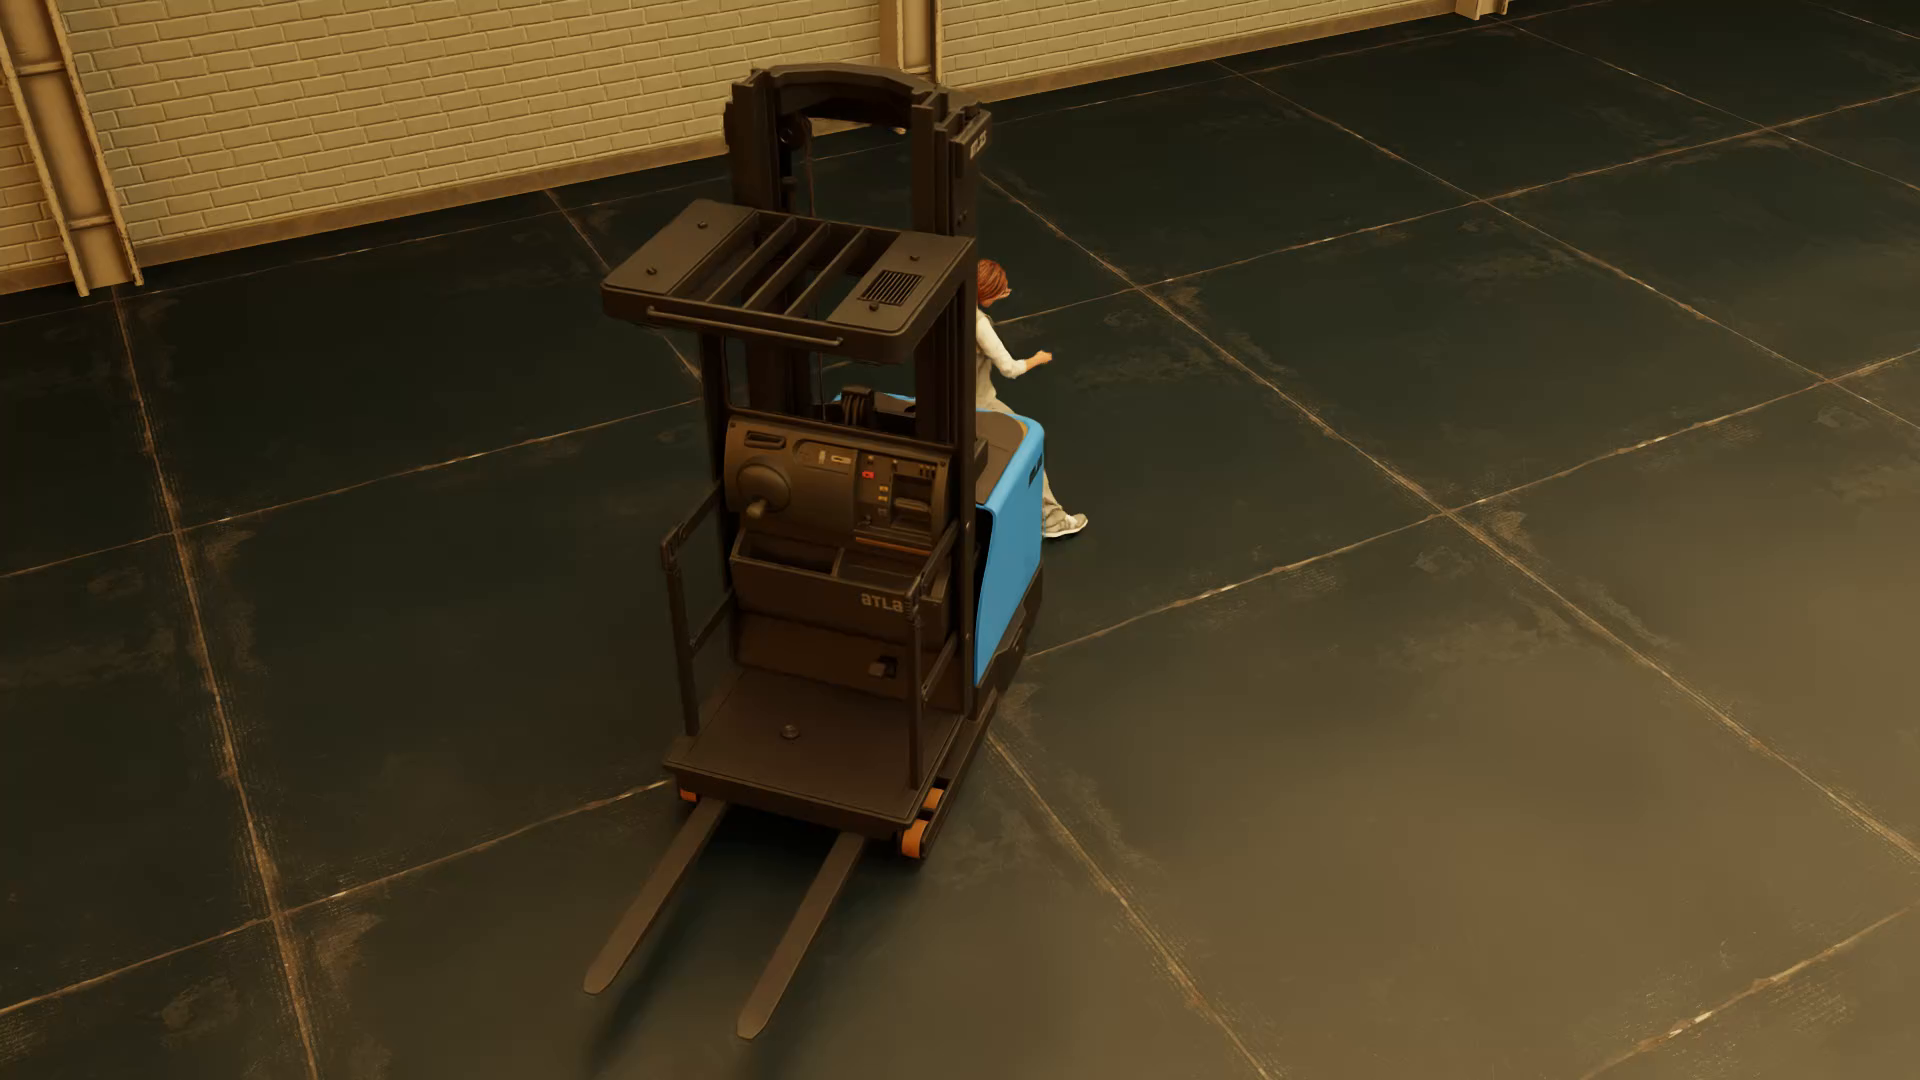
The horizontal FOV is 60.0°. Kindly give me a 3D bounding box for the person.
[{"bbox_3d":[0.169,-0.832,8.645,0.648,1.377,1.126,-15,38,-20],"label":"person"}]

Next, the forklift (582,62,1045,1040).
[{"bbox_3d":[-0.556,-0.158,6.347,1.130,2.935,3.031,11,37,15],"label":"forklift"}]
